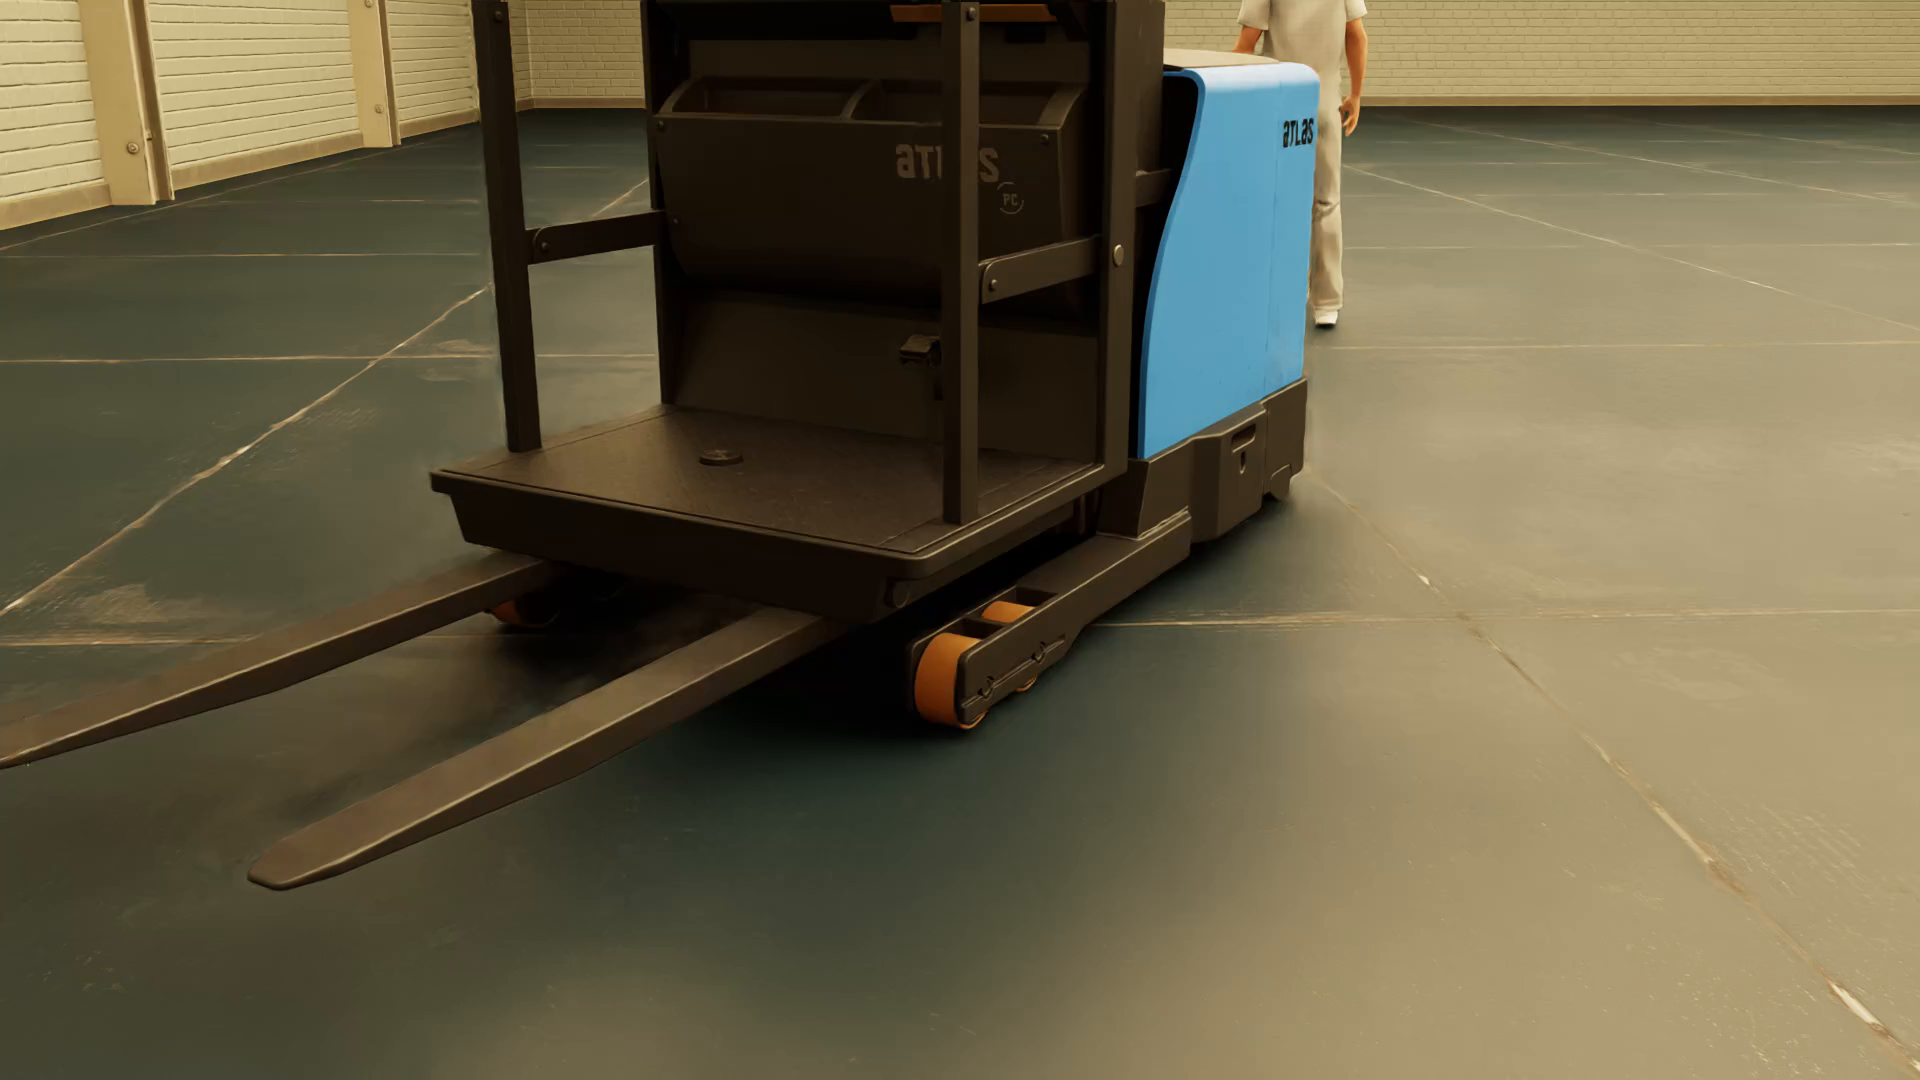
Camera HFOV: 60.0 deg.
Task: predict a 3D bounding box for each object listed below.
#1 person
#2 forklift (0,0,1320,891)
[{"bbox_3d":[1.295,-1.662,6.462,0.550,1.674,0.549,-1,17,-2],"label":"person"},{"bbox_3d":[-0.295,-1.228,2.922,1.130,2.935,3.031,10,19,29],"label":"forklift"}]
